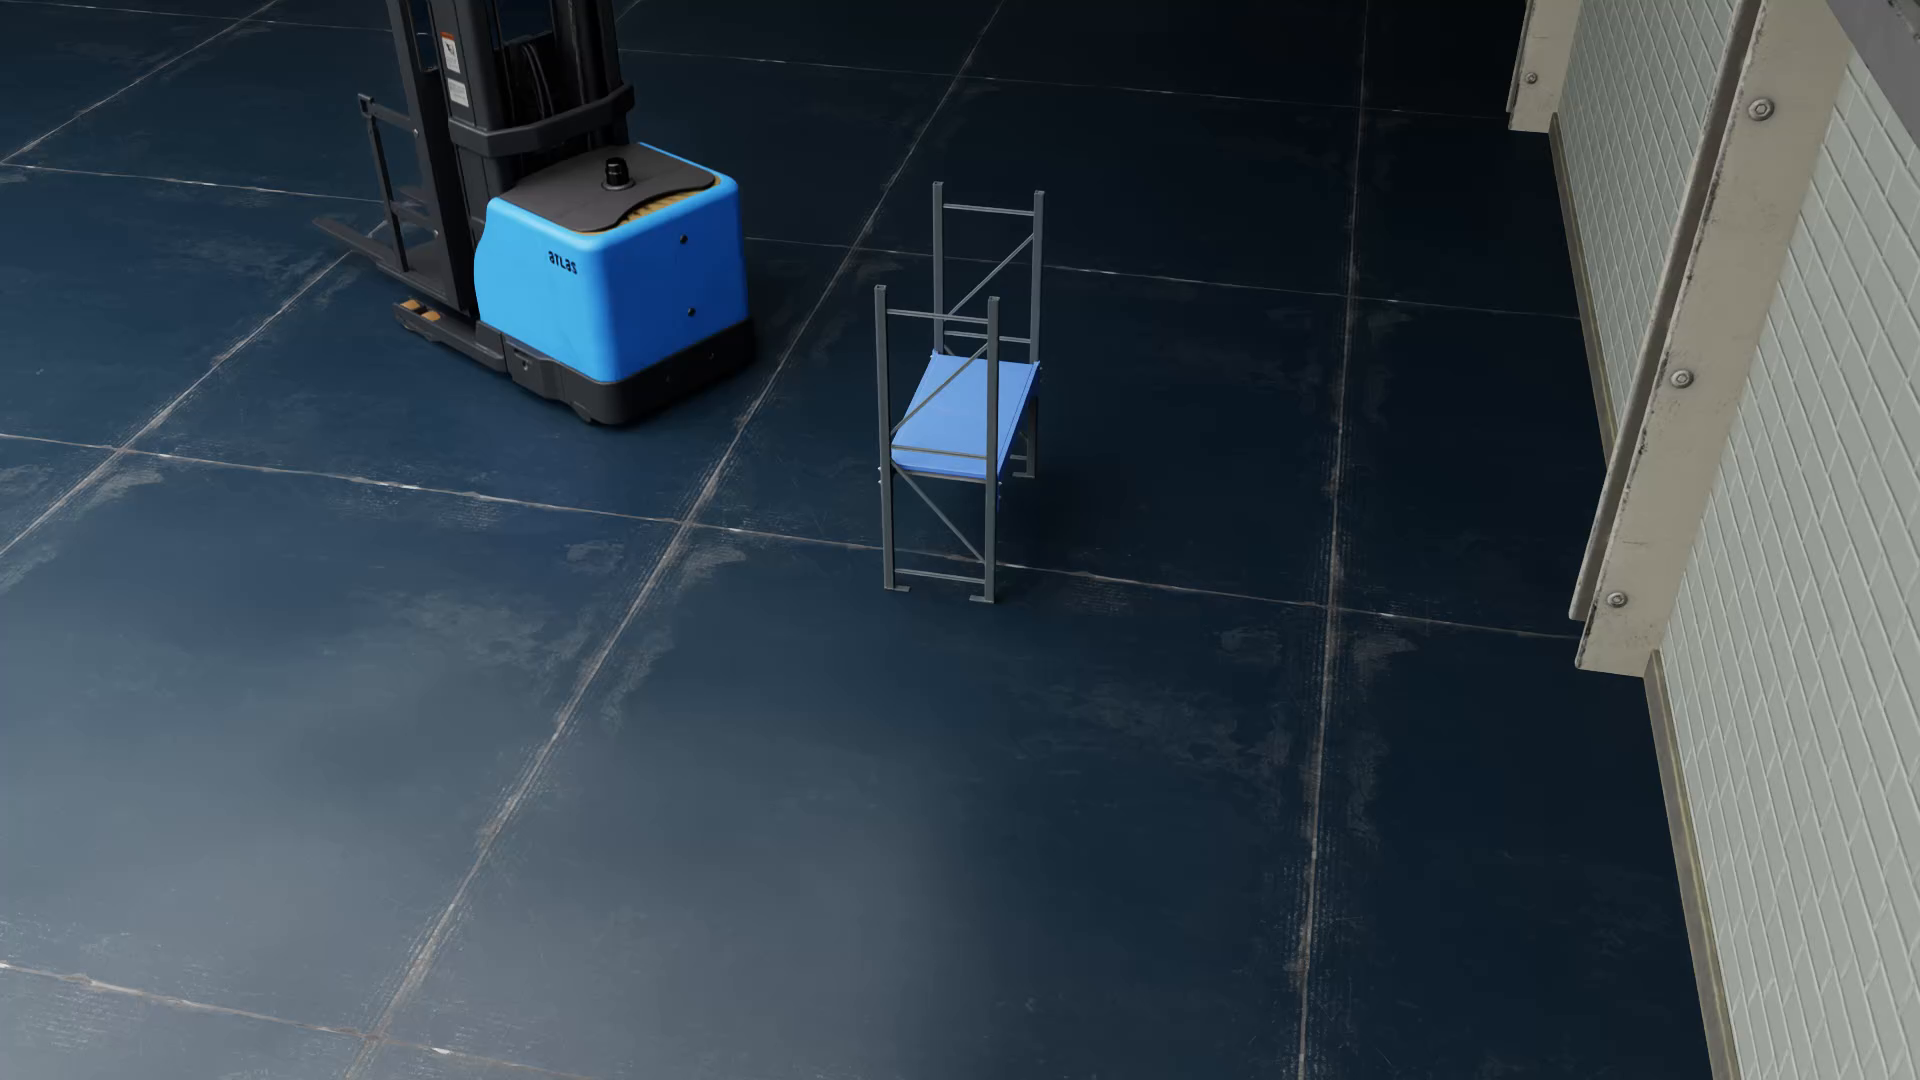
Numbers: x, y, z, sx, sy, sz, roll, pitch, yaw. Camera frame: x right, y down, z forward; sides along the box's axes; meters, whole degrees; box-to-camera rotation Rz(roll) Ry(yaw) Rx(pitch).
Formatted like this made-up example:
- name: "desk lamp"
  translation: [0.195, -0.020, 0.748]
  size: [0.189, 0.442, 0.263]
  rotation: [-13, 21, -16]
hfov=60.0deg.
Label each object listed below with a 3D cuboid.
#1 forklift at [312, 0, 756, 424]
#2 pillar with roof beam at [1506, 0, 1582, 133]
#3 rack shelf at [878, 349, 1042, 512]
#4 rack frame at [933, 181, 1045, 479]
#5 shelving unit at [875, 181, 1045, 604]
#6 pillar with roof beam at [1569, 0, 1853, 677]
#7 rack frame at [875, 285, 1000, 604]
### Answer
- name: "forklift"
  translation: [-2.552, -2.503, 8.705]
  size: [3.031, 2.935, 1.130]
  rotation: [27, 44, 32]
- name: "pillar with roof beam"
  translation: [-0.137, -7.177, 9.985]
  size: [9.100, 9.000, 0.400]
  rotation: [7, 37, 10]
- name: "rack shelf"
  translation: [0.018, -0.511, 7.483]
  size: [0.538, 0.185, 1.000]
  rotation: [7, 37, 10]
- name: "rack frame"
  translation: [0.127, -0.948, 7.779]
  size: [0.500, 1.500, 0.032]
  rotation: [7, 37, 10]
- name: "shelving unit"
  translation: [0.018, -0.656, 7.377]
  size: [0.538, 1.500, 1.048]
  rotation: [7, 37, 10]
- name: "pillar with roof beam"
  translation: [-1.418, -3.737, 5.239]
  size: [9.100, 9.000, 0.400]
  rotation: [7, 37, 10]
- name: "rack frame"
  translation: [-0.090, -0.365, 6.975]
  size: [0.500, 1.500, 0.032]
  rotation: [7, 37, 10]
